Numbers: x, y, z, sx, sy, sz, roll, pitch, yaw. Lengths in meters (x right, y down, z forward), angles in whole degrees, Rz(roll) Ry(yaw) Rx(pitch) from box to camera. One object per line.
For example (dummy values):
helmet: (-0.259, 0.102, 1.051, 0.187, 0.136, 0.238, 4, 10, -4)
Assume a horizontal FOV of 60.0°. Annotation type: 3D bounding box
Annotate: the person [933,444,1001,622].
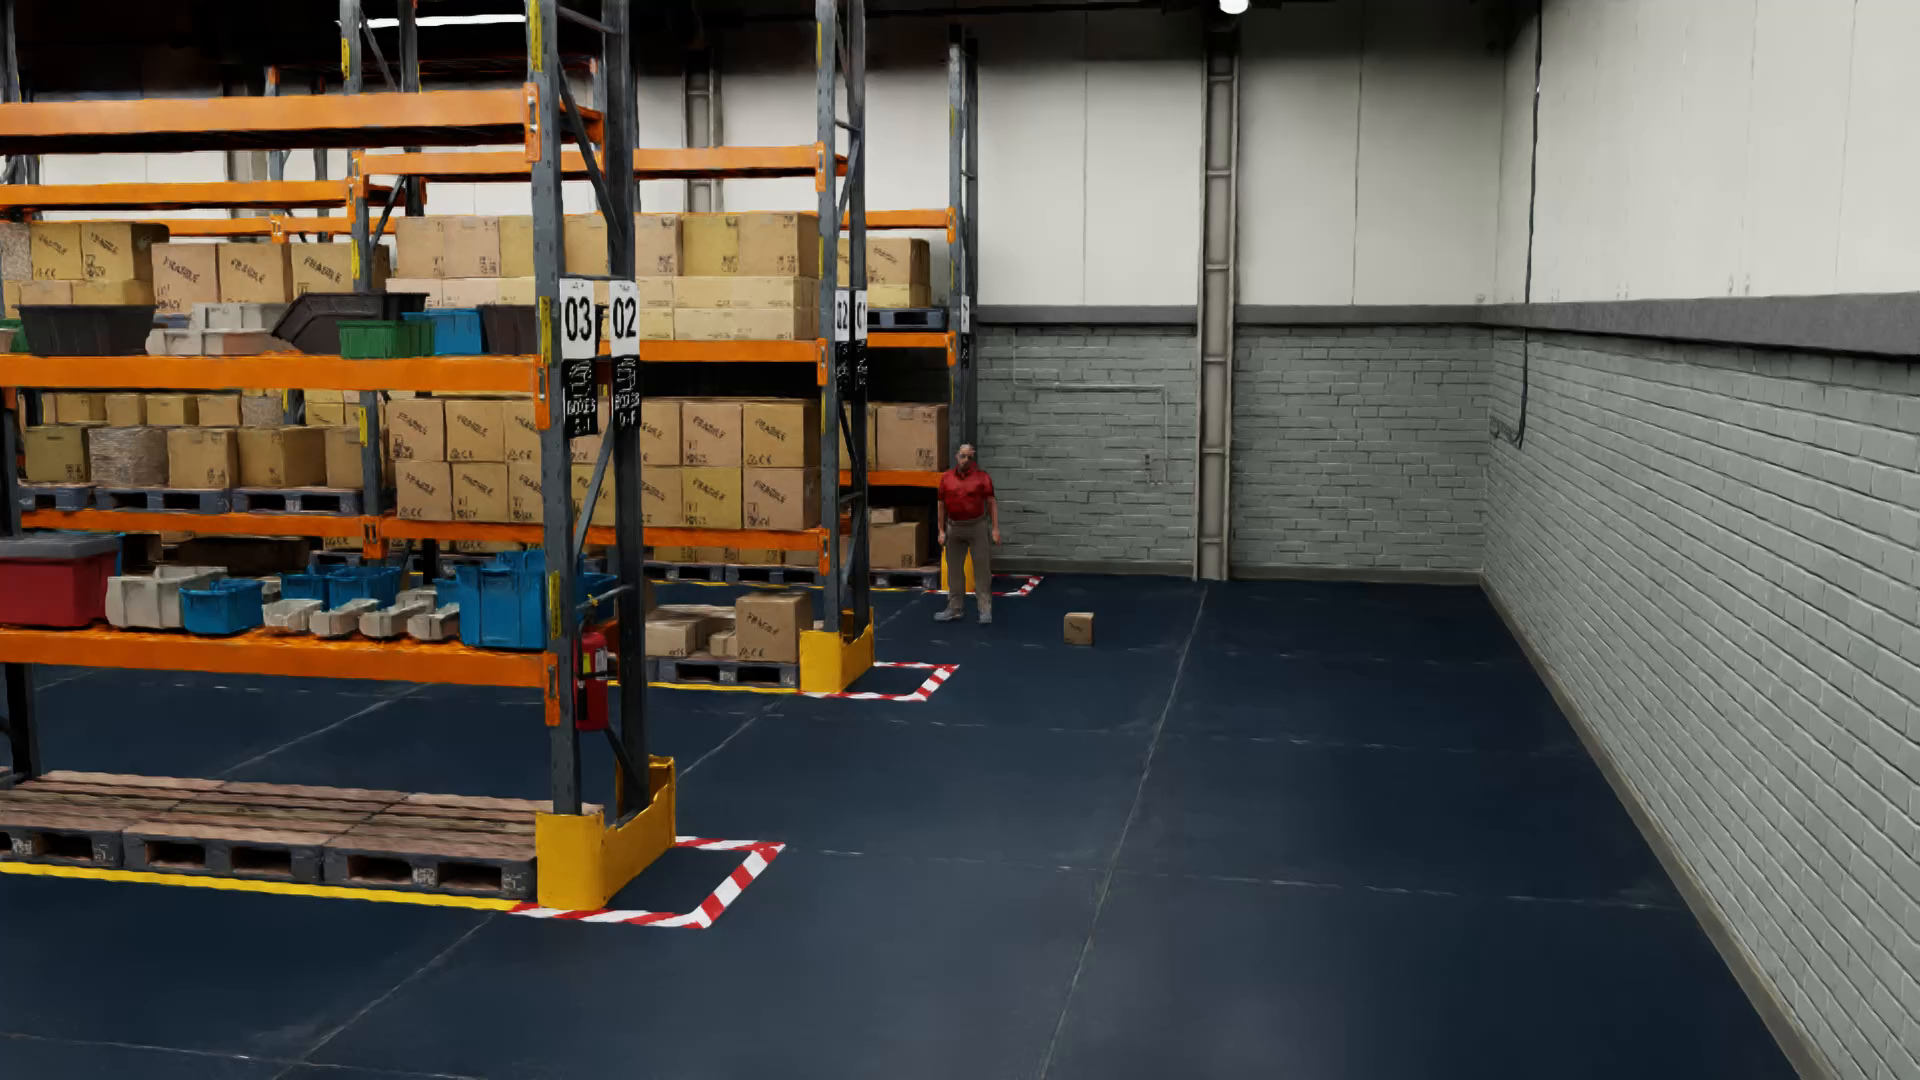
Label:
person: (0.063, -0.068, 16.150, 0.678, 1.729, 0.422, 2, 8, 14)
